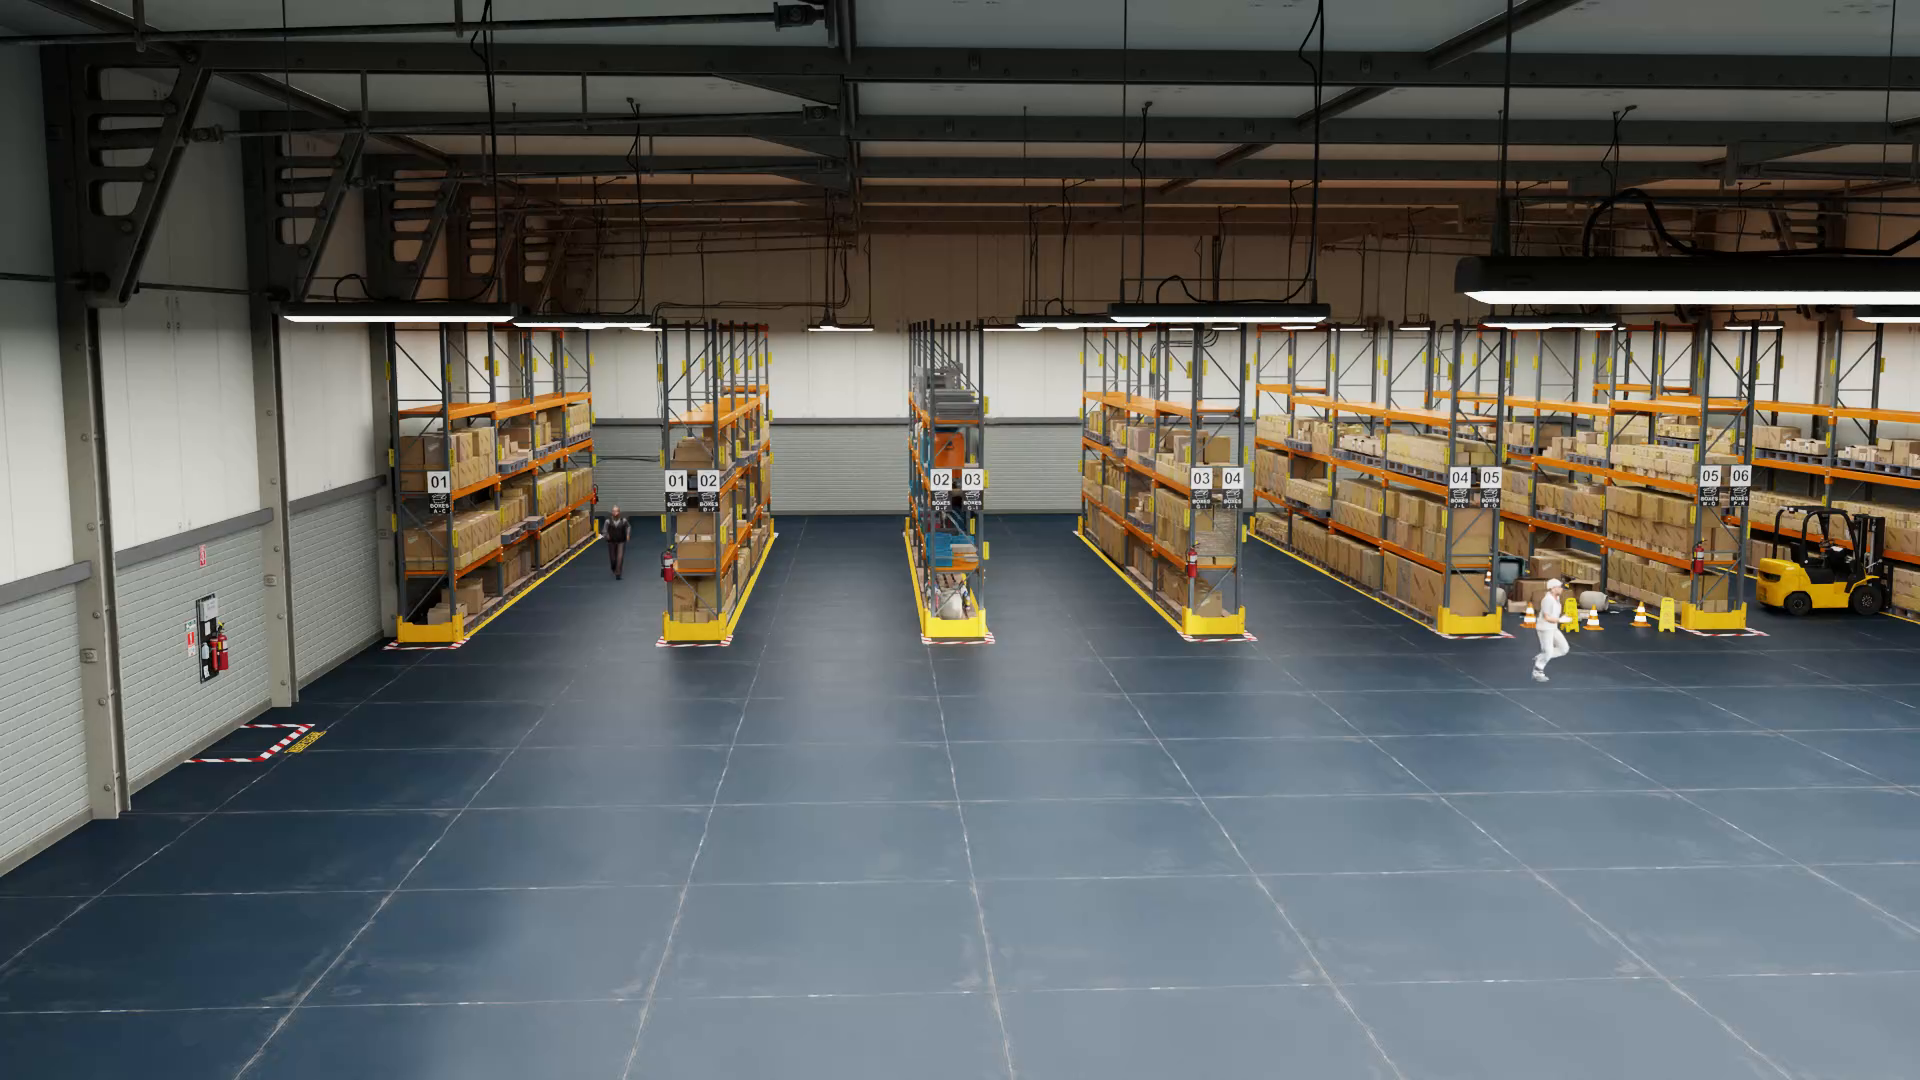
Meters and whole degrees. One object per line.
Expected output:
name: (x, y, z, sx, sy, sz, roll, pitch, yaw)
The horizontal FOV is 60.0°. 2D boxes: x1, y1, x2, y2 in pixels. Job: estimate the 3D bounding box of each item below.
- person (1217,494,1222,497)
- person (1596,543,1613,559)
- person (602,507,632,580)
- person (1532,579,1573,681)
person: (7.638, -1.102, 48.193, 0.762, 1.795, 0.861, 4, 8, 31)
person: (16.007, -0.235, 41.175, 0.719, 1.752, 0.974, -1, 7, -6)
person: (-8.050, 0.071, 39.066, 0.677, 1.691, 0.896, -1, 7, -12)
person: (9.756, 1.486, 27.351, 0.657, 1.728, 0.707, 5, 9, 36)
